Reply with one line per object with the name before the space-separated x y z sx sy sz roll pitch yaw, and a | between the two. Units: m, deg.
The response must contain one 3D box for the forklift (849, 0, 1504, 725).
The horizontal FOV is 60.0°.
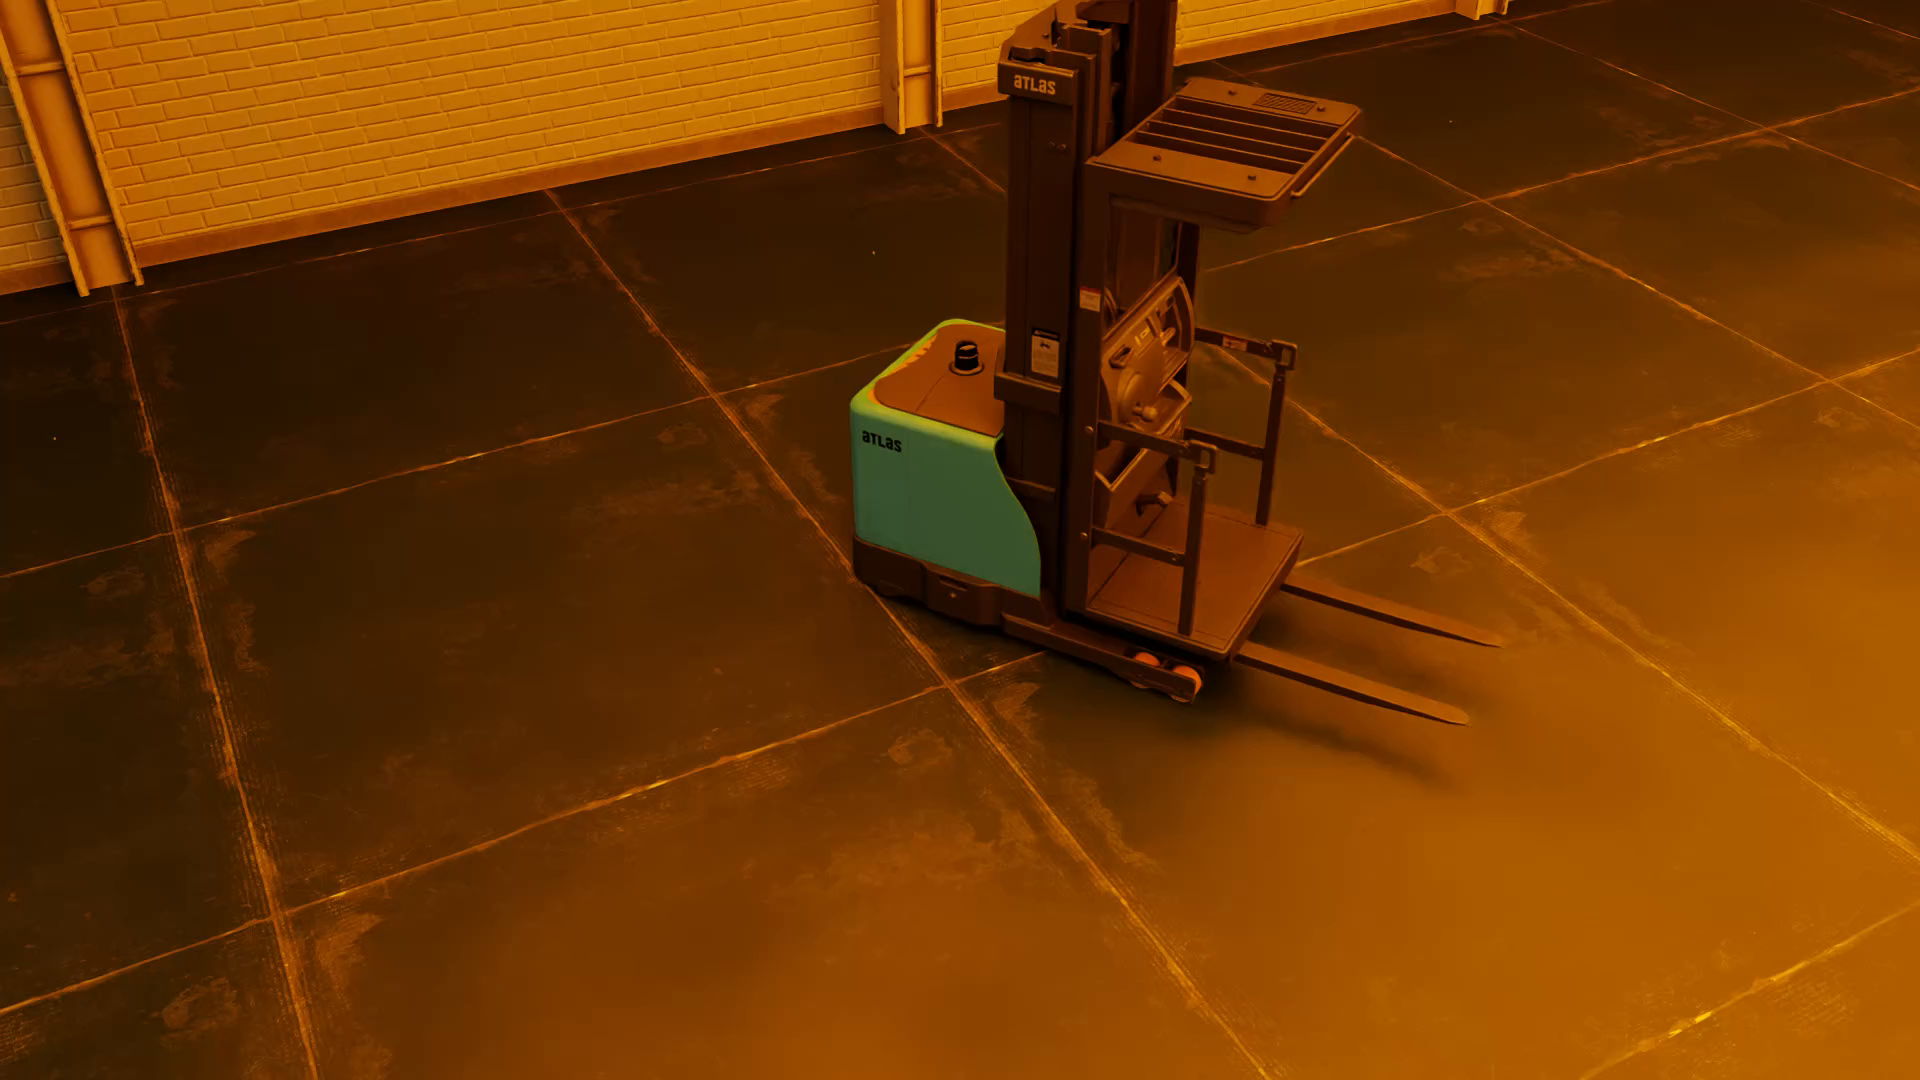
forklift | 1.010 -0.808 7.266 3.031 2.935 1.130 17 39 23
